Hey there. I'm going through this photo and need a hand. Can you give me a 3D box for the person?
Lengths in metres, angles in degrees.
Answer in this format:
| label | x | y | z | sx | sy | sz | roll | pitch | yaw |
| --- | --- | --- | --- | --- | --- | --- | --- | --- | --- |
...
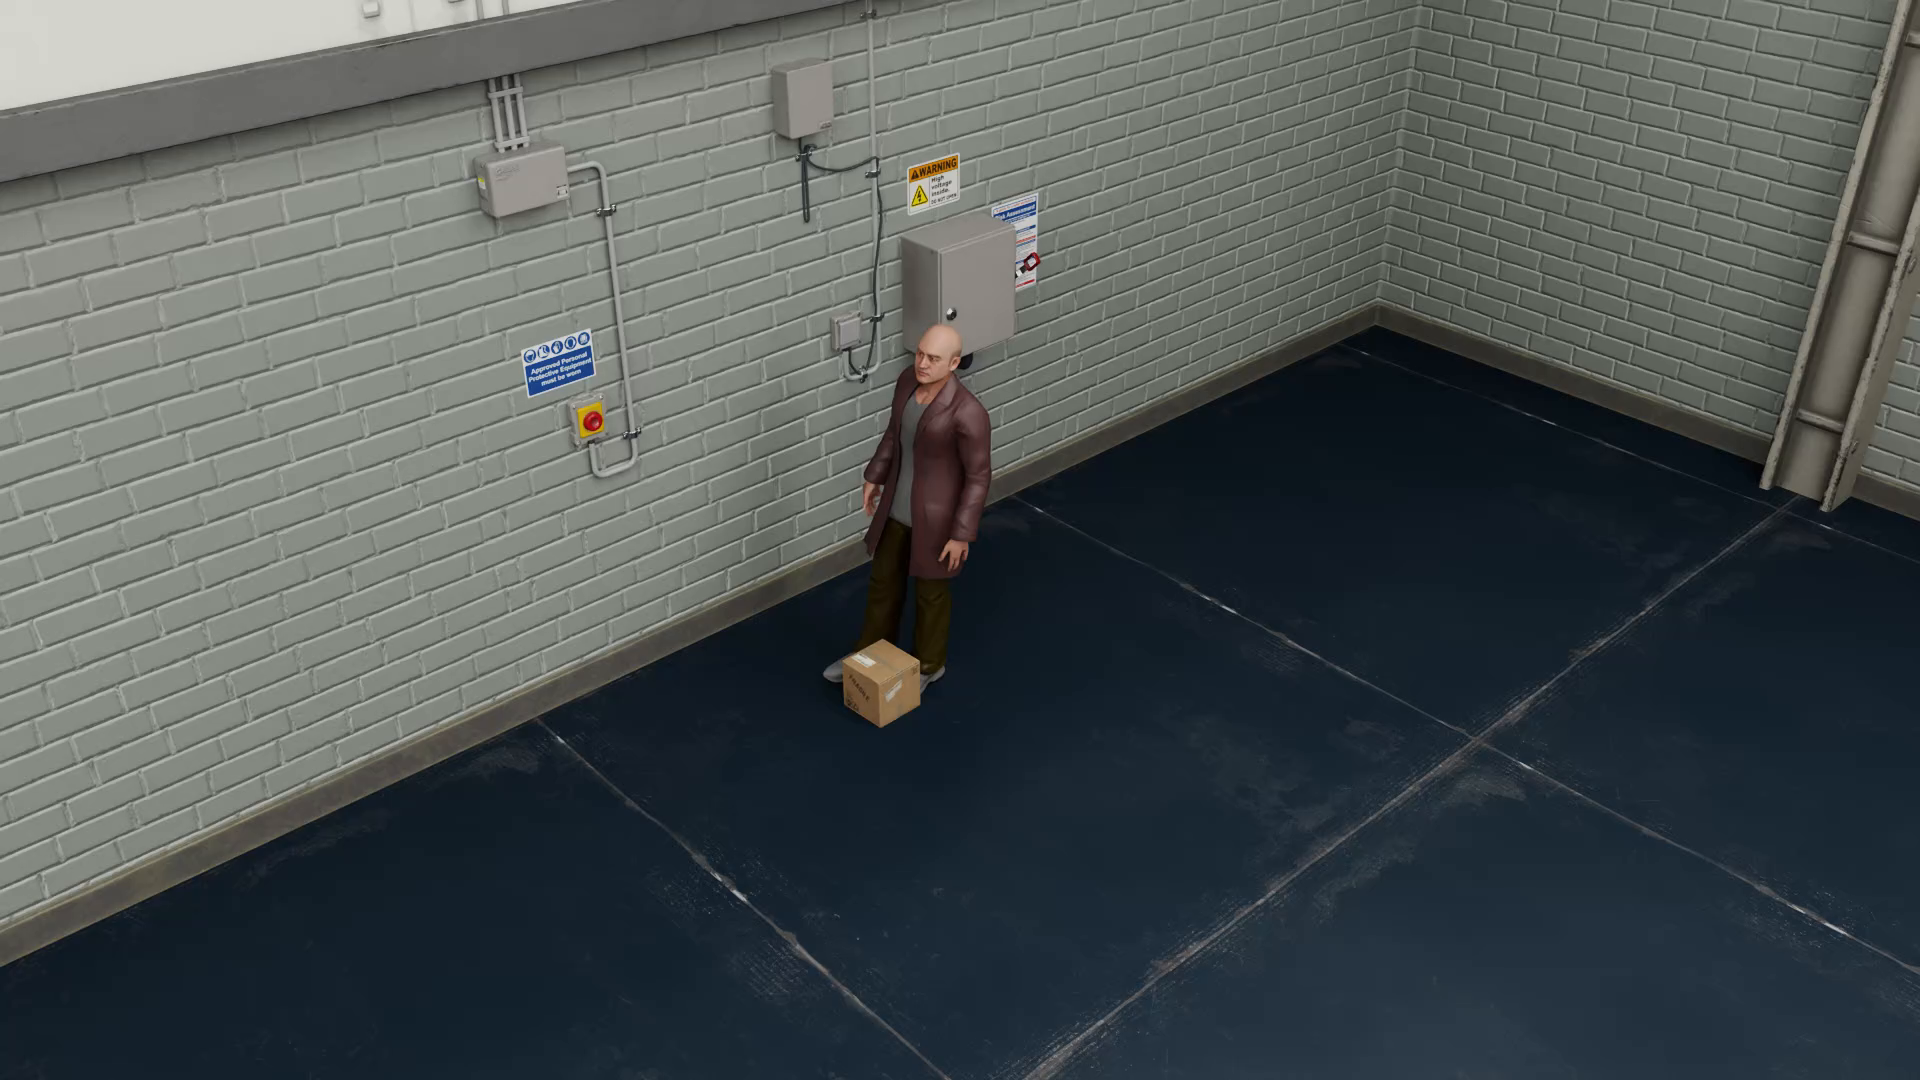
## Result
| label | x | y | z | sx | sy | sz | roll | pitch | yaw |
| --- | --- | --- | --- | --- | --- | --- | --- | --- | --- |
| person | -0.229 | -0.086 | 7.274 | 0.579 | 1.779 | 0.698 | -26 | 40 | -35 |
